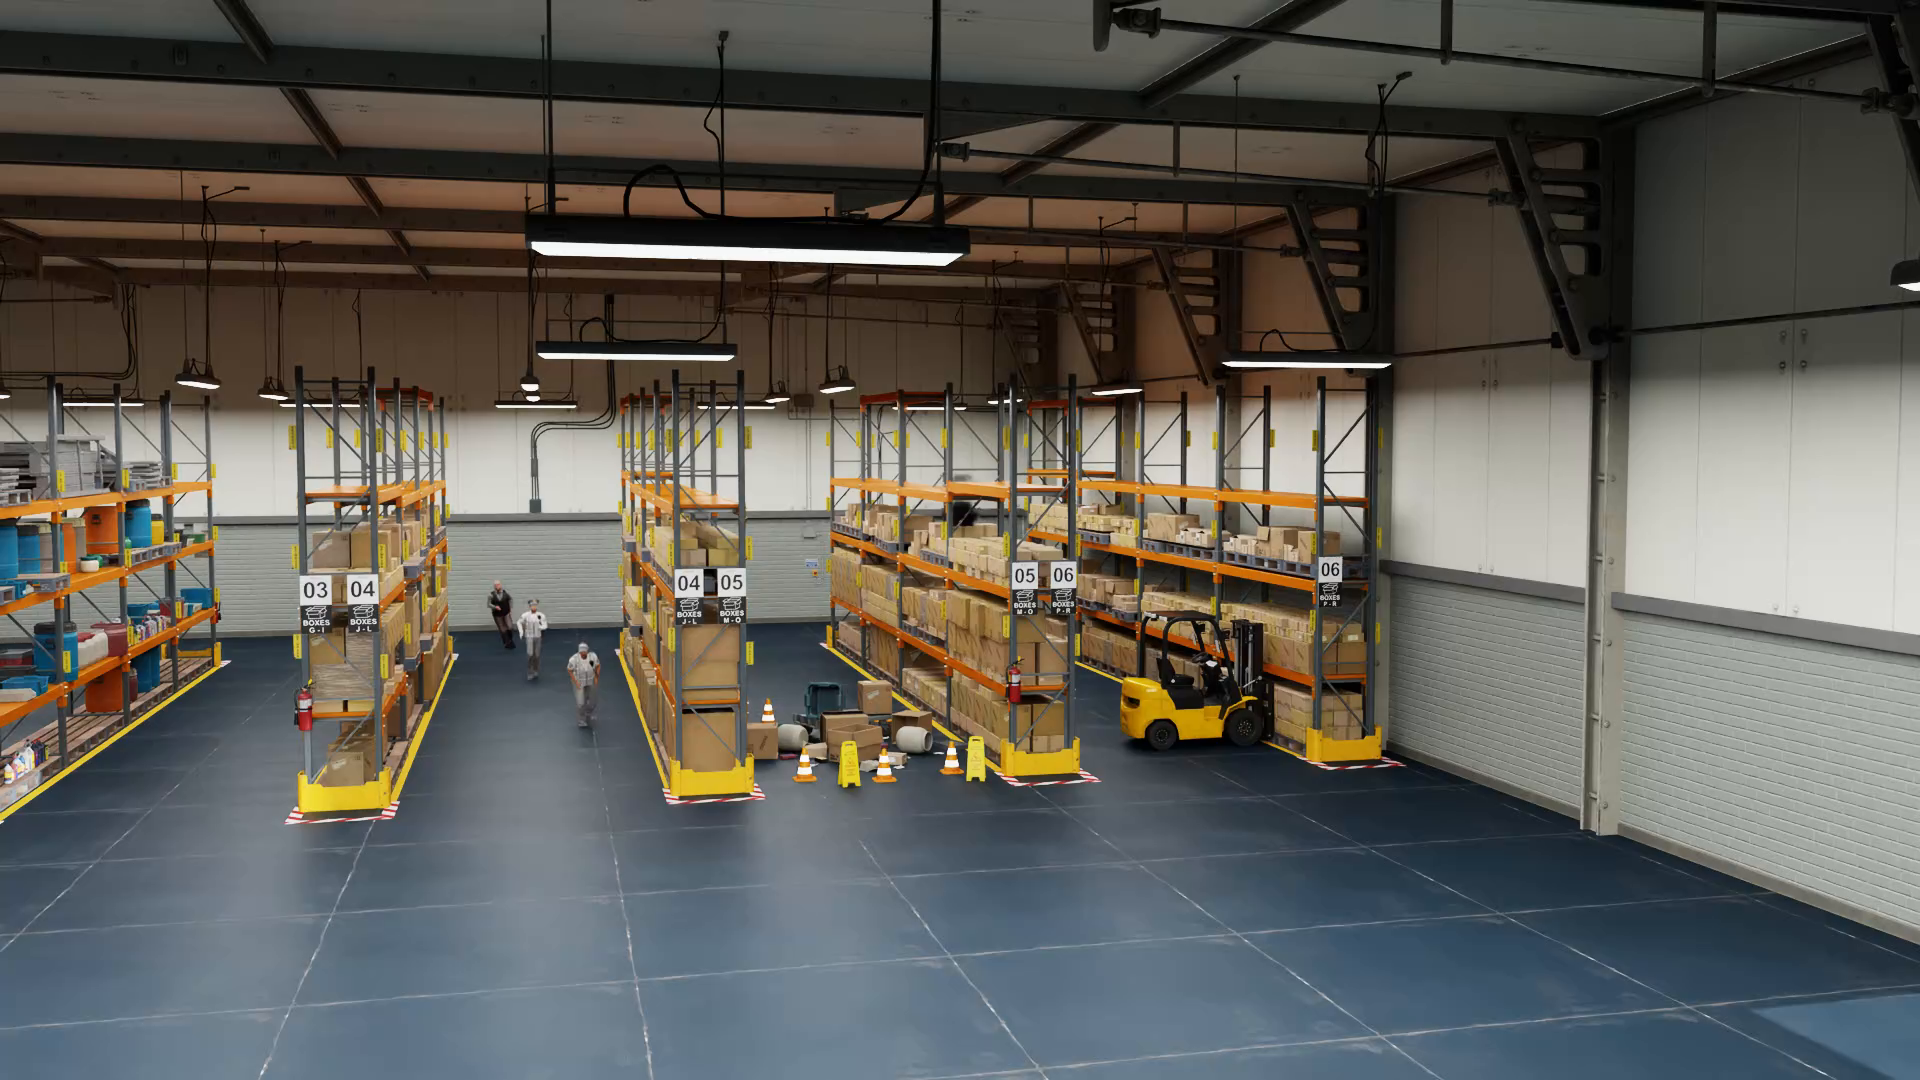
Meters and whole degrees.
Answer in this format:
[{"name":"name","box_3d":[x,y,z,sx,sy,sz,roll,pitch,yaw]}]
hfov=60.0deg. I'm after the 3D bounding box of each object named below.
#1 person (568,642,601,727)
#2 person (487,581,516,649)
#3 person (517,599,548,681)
[{"name":"person","box_3d":[-6.568,2.510,29.126,0.642,1.516,0.907,-2,4,-31]},{"name":"person","box_3d":[-10.963,1.798,39.767,0.659,1.663,0.652,-1,4,-21]},{"name":"person","box_3d":[-8.933,2.083,34.815,0.589,1.718,0.695,-1,4,-23]}]
